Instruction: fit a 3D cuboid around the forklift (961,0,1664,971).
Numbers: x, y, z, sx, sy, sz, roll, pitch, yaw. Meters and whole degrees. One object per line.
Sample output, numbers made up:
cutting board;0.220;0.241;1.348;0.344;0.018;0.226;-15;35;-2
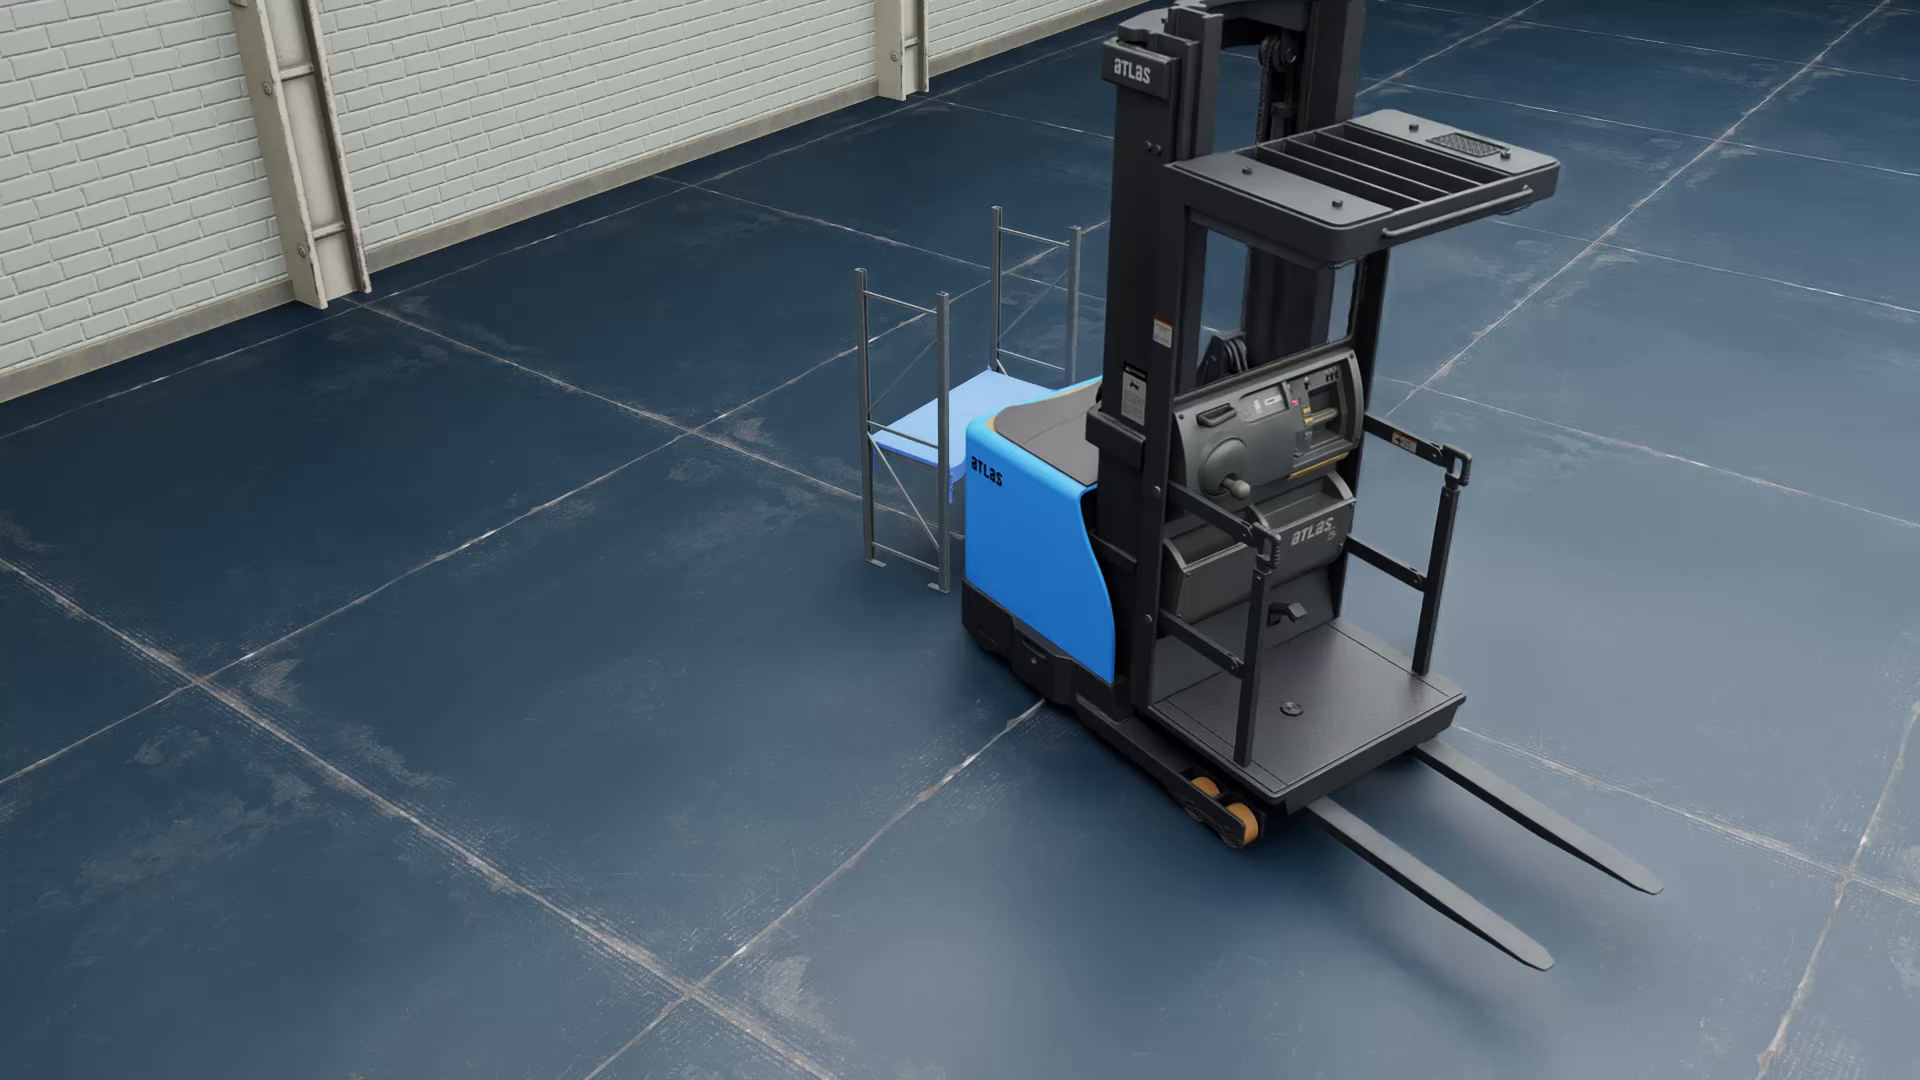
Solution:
forklift;1.283;-0.383;6.022;1.130;2.935;3.031;-21;36;-31

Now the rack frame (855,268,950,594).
rack frame;-0.255;-0.473;7.577;0.500;1.500;0.032;21;37;31

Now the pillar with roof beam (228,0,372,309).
pillar with roof beam;-0.711;-4.168;6.457;9.100;9.000;0.400;21;37;31

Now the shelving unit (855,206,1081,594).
shelving unit;0.052;-0.680;7.926;0.538;1.500;1.048;21;37;31

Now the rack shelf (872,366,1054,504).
rack shelf;0.052;-0.525;8.018;0.538;0.185;1.000;21;37;31

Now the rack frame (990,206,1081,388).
rack frame;0.358;-0.887;8.275;0.500;1.500;0.032;21;37;31

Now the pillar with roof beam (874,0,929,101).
pillar with roof beam;2.911;-6.607;10.572;9.100;9.000;0.400;21;37;31
